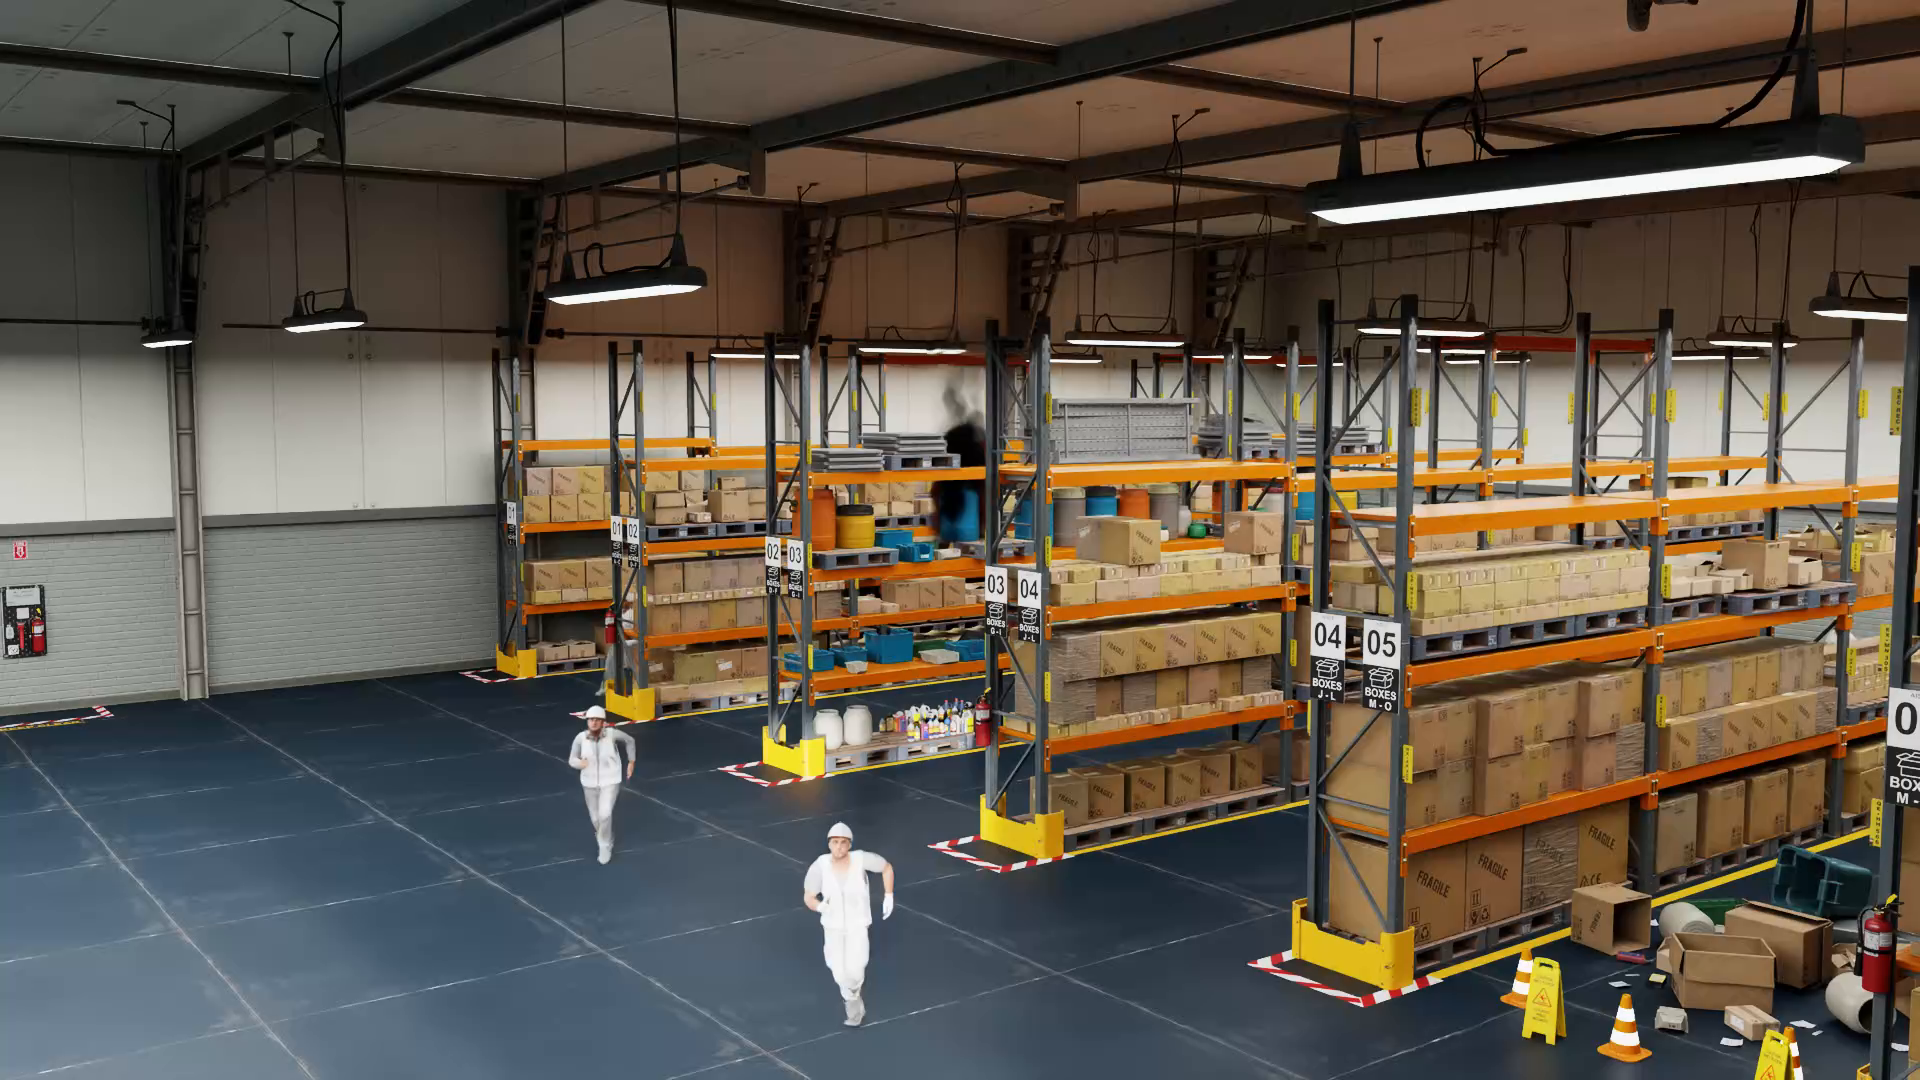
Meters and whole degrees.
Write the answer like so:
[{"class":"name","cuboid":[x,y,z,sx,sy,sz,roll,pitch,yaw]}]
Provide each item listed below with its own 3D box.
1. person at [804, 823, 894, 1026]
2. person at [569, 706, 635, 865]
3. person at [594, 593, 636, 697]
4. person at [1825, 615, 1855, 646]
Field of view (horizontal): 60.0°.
[{"class":"person","cuboid":[-0.900,3.114,13.342,0.704,1.726,0.726,0,5,2]},{"class":"person","cuboid":[-3.940,2.679,18.279,0.682,1.758,0.805,0,5,-2]},{"class":"person","cuboid":[-5.745,1.778,28.544,0.733,1.770,0.953,4,6,39]},{"class":"person","cuboid":[13.942,2.019,26.418,0.687,1.724,0.549,-4,7,-41]}]
